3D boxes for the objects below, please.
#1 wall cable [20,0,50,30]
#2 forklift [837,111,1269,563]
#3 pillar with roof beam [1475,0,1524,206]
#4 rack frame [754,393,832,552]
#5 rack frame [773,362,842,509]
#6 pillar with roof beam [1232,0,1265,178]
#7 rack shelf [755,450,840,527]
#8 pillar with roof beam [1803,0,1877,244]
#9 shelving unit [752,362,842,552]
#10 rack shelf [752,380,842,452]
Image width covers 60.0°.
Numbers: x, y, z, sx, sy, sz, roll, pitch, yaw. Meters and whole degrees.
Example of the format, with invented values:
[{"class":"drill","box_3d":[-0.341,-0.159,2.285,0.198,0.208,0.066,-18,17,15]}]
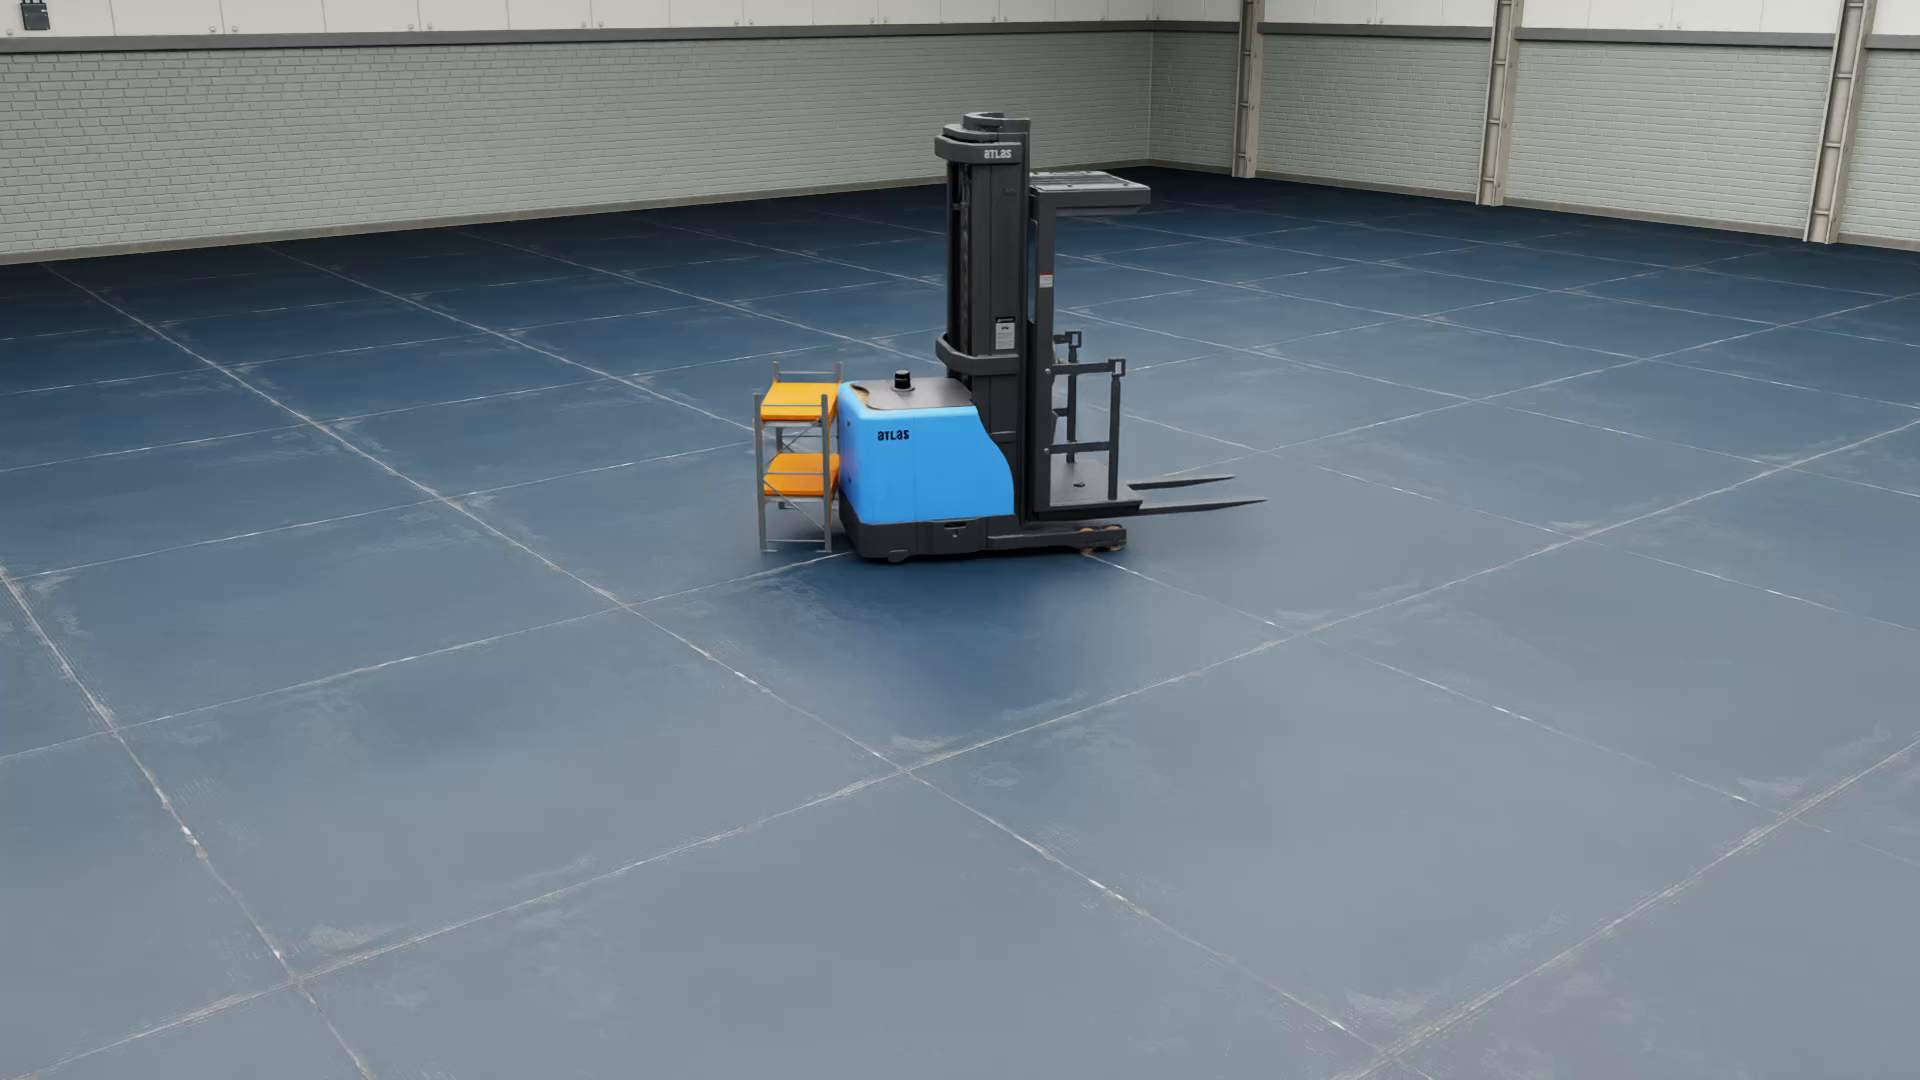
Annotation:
[{"class":"wall cable","box_3d":[-12.091,-10.174,22.863,2.305,6.003,0.169,-14,23,-36]},{"class":"forklift","box_3d":[0.688,-1.464,11.621,3.031,2.935,1.130,-4,19,-13]},{"class":"pillar with roof beam","box_3d":[6.293,-9.556,26.406,9.100,9.000,0.400,-14,23,-36]},{"class":"rack frame","box_3d":[-1.148,-0.454,11.444,0.500,1.125,0.032,0,18,1]},{"class":"rack frame","box_3d":[-1.123,-0.774,12.409,0.500,1.125,0.032,0,18,1]},{"class":"pillar with roof beam","box_3d":[2.568,-11.035,30.871,9.100,9.000,0.400,-14,23,-36]},{"class":"rack shelf","box_3d":[-1.136,-0.382,12.004,0.538,0.278,1.000,0,18,1]},{"class":"pillar with roof beam","box_3d":[10.018,-8.078,21.942,9.100,9.000,0.400,-14,23,-36]},{"class":"shelving unit","box_3d":[-1.136,-0.614,11.927,0.538,1.125,1.048,0,18,1]},{"class":"rack shelf","box_3d":[-1.136,-0.892,11.835,0.538,0.278,1.000,0,18,1]}]
